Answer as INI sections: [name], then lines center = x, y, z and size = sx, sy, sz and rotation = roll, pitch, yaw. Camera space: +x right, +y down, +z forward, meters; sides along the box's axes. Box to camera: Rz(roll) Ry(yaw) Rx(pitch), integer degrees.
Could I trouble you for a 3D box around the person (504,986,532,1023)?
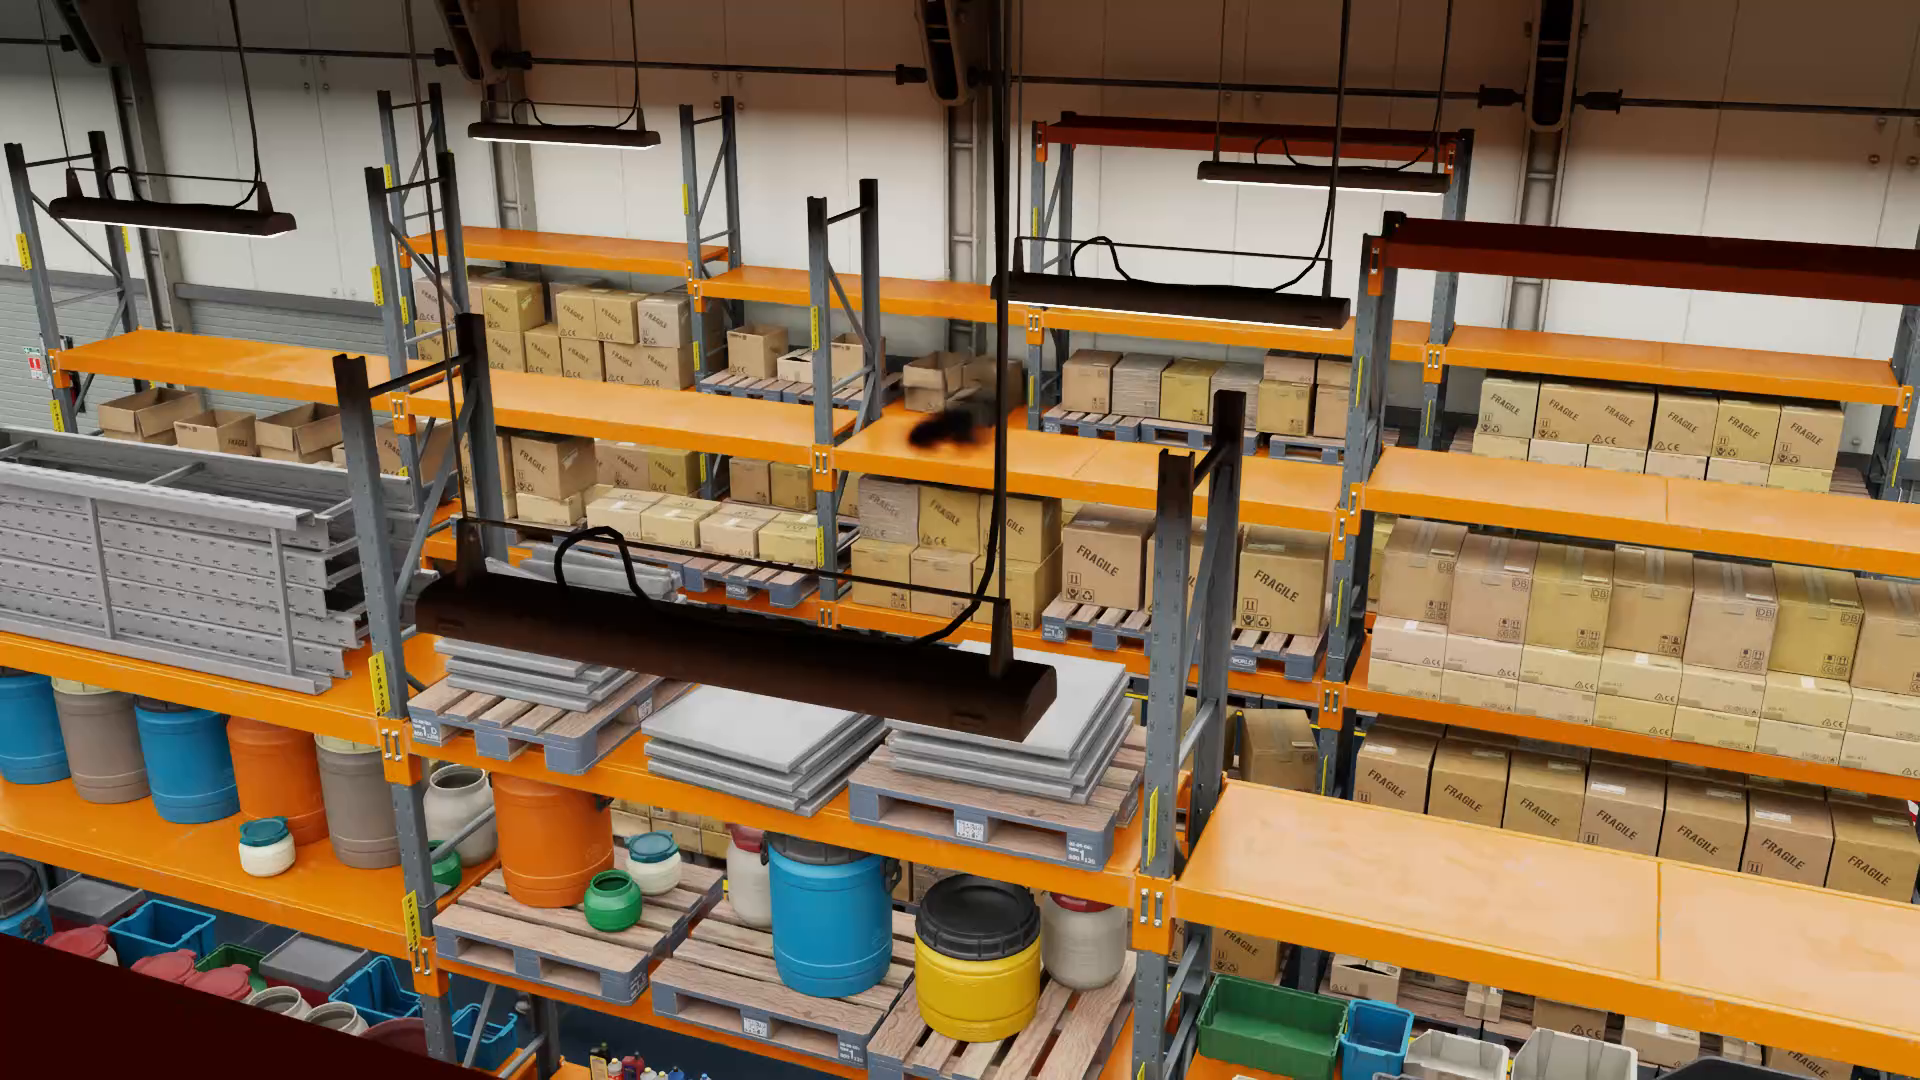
[person]
center = -3.351, 2.886, 12.528
size = 0.557, 1.621, 0.599
rotation = 7, 22, 18
